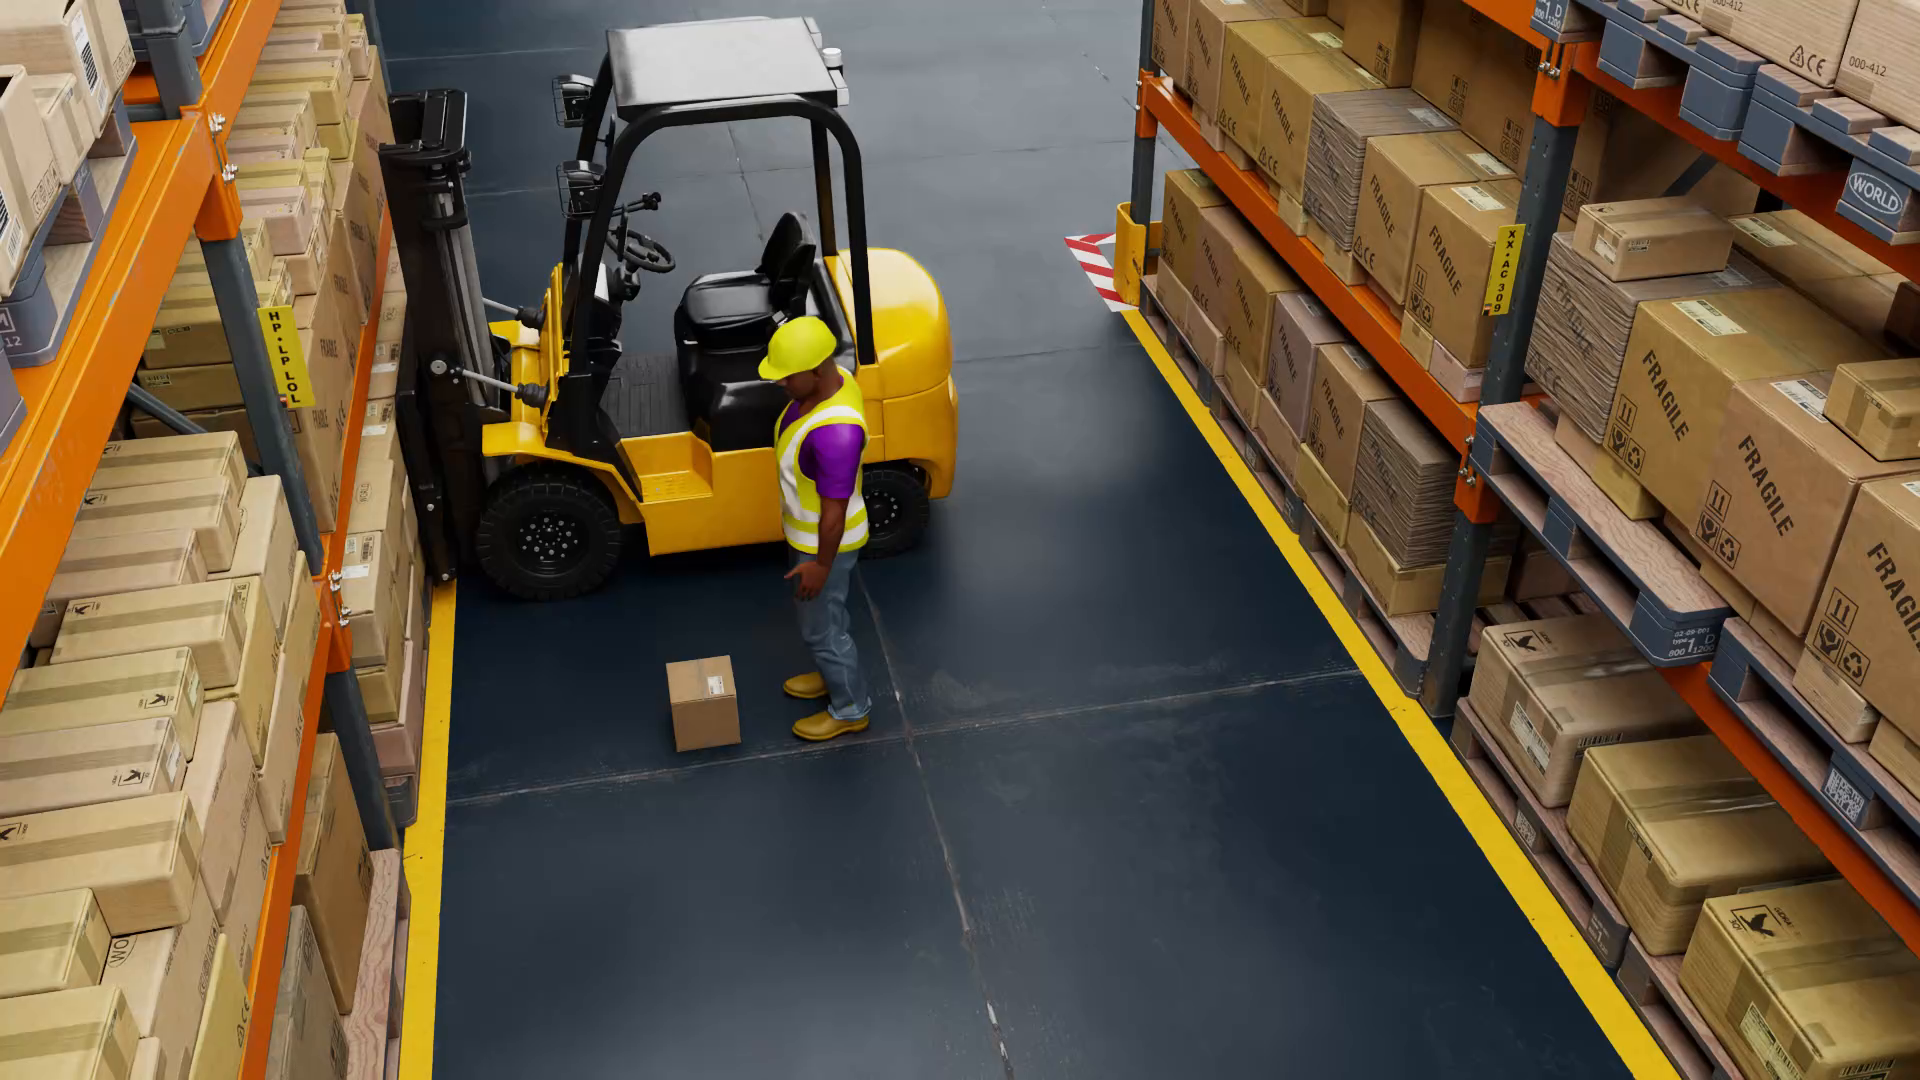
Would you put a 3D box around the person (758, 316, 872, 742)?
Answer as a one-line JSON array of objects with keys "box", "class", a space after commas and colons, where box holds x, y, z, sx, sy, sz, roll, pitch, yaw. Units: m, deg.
[{"box": [-0.516, -0.033, 6.178, 0.373, 1.757, 0.569, -7, 35, -10], "class": "person"}]
